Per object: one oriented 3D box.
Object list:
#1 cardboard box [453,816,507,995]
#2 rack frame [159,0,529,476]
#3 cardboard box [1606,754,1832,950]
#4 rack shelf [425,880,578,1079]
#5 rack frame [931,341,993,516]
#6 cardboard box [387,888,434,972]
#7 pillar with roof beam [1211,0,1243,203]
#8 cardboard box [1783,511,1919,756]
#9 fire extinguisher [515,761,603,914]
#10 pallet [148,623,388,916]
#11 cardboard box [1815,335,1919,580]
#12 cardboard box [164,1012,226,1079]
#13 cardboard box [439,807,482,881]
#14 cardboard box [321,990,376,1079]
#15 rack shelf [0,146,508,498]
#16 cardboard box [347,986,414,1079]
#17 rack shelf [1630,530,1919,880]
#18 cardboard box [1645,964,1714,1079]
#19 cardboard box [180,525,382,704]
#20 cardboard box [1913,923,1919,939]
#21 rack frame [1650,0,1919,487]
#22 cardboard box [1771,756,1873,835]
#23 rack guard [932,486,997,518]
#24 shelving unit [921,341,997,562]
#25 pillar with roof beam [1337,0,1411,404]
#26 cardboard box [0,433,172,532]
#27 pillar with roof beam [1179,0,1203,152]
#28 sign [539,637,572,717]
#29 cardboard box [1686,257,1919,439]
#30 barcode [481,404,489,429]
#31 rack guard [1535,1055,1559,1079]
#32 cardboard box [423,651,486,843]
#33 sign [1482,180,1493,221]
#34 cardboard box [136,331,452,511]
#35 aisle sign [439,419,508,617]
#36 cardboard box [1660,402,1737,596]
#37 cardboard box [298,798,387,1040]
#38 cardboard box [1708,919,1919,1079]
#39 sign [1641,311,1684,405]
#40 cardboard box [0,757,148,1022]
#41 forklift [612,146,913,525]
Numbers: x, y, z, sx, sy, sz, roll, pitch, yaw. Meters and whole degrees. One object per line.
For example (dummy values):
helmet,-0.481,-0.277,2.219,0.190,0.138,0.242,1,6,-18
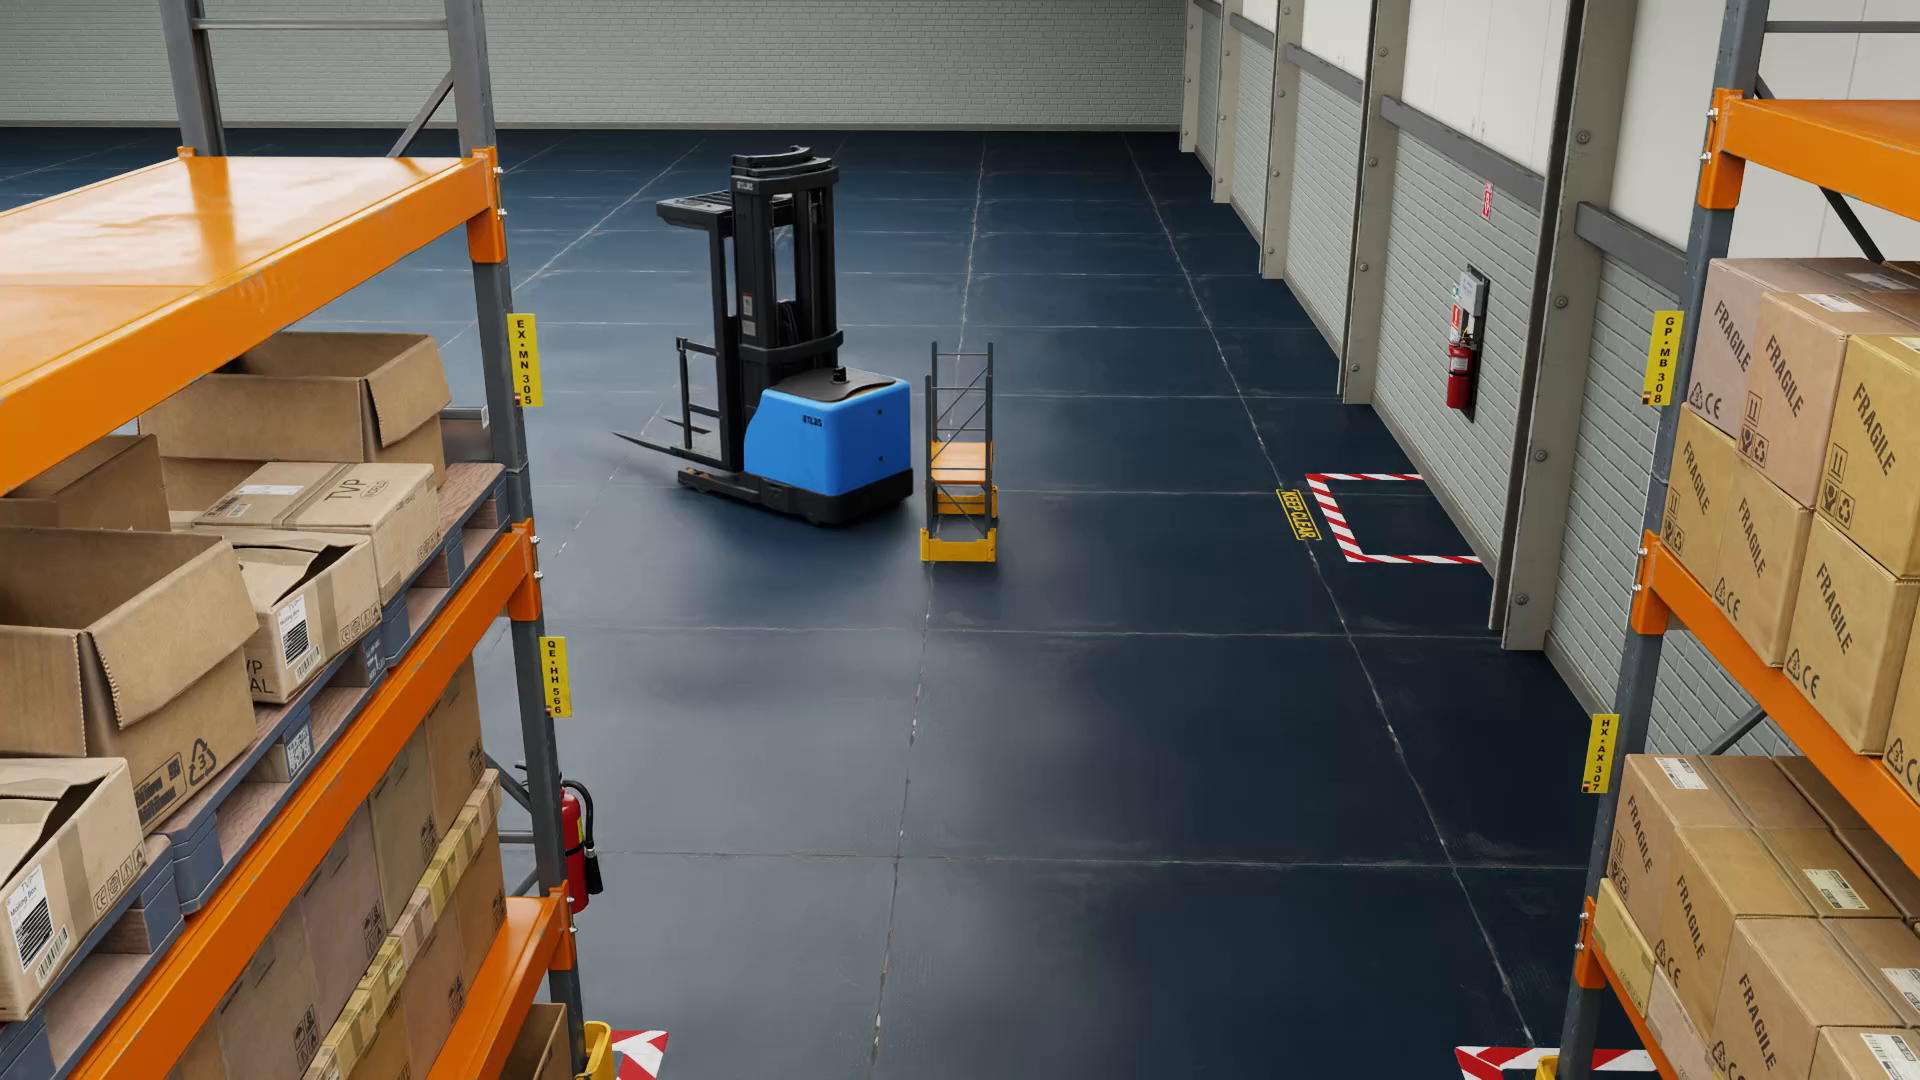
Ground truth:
cardboard box,-2.065,1.269,5.973,0.700,0.500,0.500,1,21,2
rack frame,-2.038,-1.650,5.340,1.000,3.000,0.127,1,21,2
cardboard box,2.598,1.081,5.740,0.500,0.500,0.500,1,21,2
rack shelf,-2.099,2.206,4.692,1.077,0.370,4.000,1,21,2
rack frame,0.018,-0.914,13.811,0.500,1.500,0.032,1,21,2
cardboard box,-1.884,1.217,5.212,0.380,0.149,0.250,1,21,2
pillar with roof beam,0.183,-10.059,27.013,9.100,9.000,0.400,1,21,2
cardboard box,2.589,0.246,4.436,0.500,0.500,0.500,2,21,4
fire extinguisher,-1.570,1.146,6.536,0.296,0.674,0.183,1,21,2
pallet,-2.120,0.488,4.101,1.003,0.211,1.213,1,21,2
cardboard box,2.588,-0.217,4.247,0.500,0.500,0.500,1,21,3
cardboard box,-2.123,1.418,3.797,0.700,0.500,0.500,1,21,2
cardboard box,-1.866,1.033,5.685,0.380,0.149,0.250,1,21,3
cardboard box,-1.897,1.407,4.722,0.380,0.149,0.250,1,21,3
rack shelf,-2.099,-0.405,3.679,1.077,0.370,4.000,1,21,2
cardboard box,-2.097,1.639,5.021,0.700,0.500,0.500,1,21,2
rack shelf,2.852,0.860,4.012,1.077,0.370,4.000,1,21,2
cardboard box,2.579,1.622,5.382,0.500,0.250,0.500,0,21,0
cardboard box,-1.827,0.150,4.199,0.500,0.311,0.500,3,21,8
cardboard box,3.075,1.453,4.780,0.500,0.500,0.500,0,21,0
rack frame,2.913,-1.596,5.203,1.000,3.000,0.127,1,21,2
cardboard box,3.111,1.084,5.731,0.500,0.500,0.500,0,21,1
rack guard,0.017,-0.324,14.019,0.587,0.250,0.087,1,21,2
shelving unit,0.002,-0.727,13.329,0.587,1.500,1.083,1,21,2
pillar with roof beam,-0.182,-5.720,15.831,9.100,9.000,0.400,1,21,2
cardboard box,-2.362,0.039,4.224,0.500,0.500,0.500,1,21,2
pillar with roof beam,0.366,-12.228,32.604,9.100,9.000,0.400,1,21,2
sign,-1.496,0.508,6.145,0.100,0.325,0.005,1,21,2
cardboard box,2.659,-0.583,5.191,0.500,0.500,0.500,-1,21,-2
barcode,-1.565,-0.407,5.483,0.001,0.075,0.075,1,21,2
rack guard,2.911,2.393,6.670,1.175,0.500,0.348,1,21,2
cardboard box,-2.067,0.684,5.689,0.700,0.500,0.500,1,21,2
sign,4.152,-2.682,13.090,0.001,0.298,0.199,1,21,2
cardboard box,-2.060,-0.353,5.228,0.797,0.503,0.637,2,21,5
aisle sign,-1.743,-0.085,6.008,0.394,0.787,0.004,1,21,2
cardboard box,2.653,-0.136,5.420,0.500,0.500,0.500,1,21,3
cardboard box,-2.092,1.056,4.729,0.700,0.500,0.500,1,21,2
cardboard box,2.551,1.446,4.798,0.500,0.500,0.500,0,21,0
sign,2.371,-0.611,5.603,0.100,0.325,0.005,1,21,2
cardboard box,-1.865,0.601,3.035,0.500,0.311,0.500,-1,21,-1
forklift,-1.865,-1.911,14.403,3.031,2.935,1.130,17,27,36
